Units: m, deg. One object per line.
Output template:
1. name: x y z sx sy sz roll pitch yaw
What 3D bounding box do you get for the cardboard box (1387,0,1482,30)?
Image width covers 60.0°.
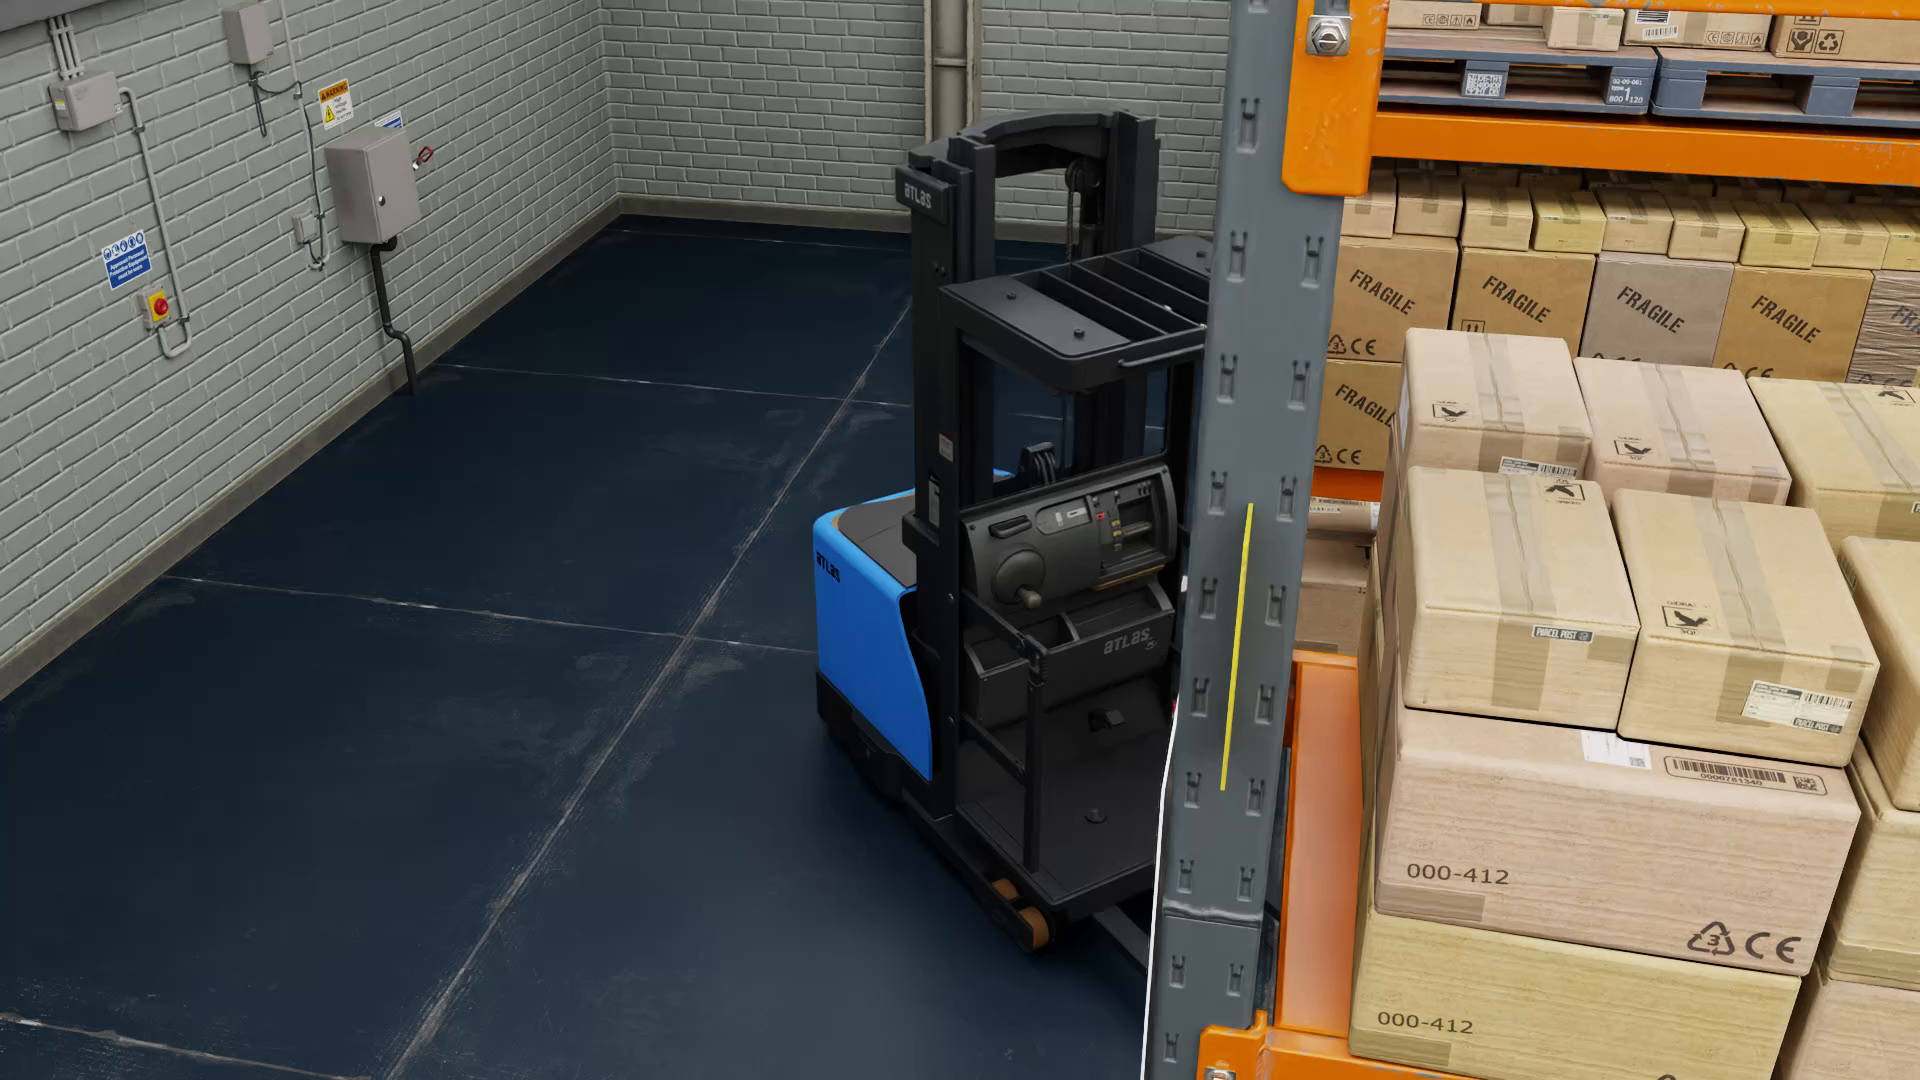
1. cardboard box: 1.818 -2.243 6.715 0.500 0.250 0.500 3 29 6

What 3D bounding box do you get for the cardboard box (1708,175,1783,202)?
1. cardboard box: 3.264 -1.456 6.964 0.250 0.149 0.380 7 29 12

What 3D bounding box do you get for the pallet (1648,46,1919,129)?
1. pallet: 3.283 -1.854 6.481 1.213 0.211 1.003 6 29 11

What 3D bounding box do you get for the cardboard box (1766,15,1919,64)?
1. cardboard box: 3.299 -2.083 6.162 0.500 0.500 0.500 6 29 11

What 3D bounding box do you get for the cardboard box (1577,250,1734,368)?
1. cardboard box: 2.781 -0.972 6.756 0.500 0.500 0.500 6 29 10

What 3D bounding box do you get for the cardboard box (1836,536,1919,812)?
1. cardboard box: 1.189 0.158 1.935 0.250 0.149 0.380 6 29 10

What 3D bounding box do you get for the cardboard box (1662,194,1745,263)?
1. cardboard box: 2.914 -1.232 6.556 0.250 0.149 0.380 6 29 11

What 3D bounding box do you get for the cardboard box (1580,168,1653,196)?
1. cardboard box: 2.754 -1.488 7.024 0.250 0.149 0.380 6 29 10

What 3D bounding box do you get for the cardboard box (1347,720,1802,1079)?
1. cardboard box: 0.810 0.482 2.278 0.500 0.250 0.500 7 29 12

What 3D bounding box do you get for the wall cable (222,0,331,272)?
1. wall cable: -3.876 -2.435 9.517 0.122 1.984 0.588 6 29 11

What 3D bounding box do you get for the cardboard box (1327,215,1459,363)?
1. cardboard box: 1.769 -1.068 6.933 0.500 0.500 0.500 5 29 9

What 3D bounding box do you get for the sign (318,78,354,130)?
1. sign: -3.793 -2.651 10.109 0.001 0.242 0.339 6 29 11

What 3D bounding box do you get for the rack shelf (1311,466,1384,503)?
1. rack shelf: 3.315 -0.252 7.335 4.000 0.370 1.077 6 29 11

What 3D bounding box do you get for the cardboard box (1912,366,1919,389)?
1. cardboard box: 1.563 -0.110 2.424 0.250 0.149 0.380 6 29 11

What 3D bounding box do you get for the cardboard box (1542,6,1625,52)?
1. cardboard box: 2.375 -1.984 6.347 0.250 0.149 0.380 7 29 12

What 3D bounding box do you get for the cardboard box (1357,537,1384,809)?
1. cardboard box: 0.924 0.238 2.724 0.500 0.250 0.500 5 29 9

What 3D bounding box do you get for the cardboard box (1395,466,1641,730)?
1. cardboard box: 0.693 0.062 2.109 0.250 0.149 0.380 6 29 10

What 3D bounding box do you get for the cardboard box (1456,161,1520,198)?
1. cardboard box: 2.275 -1.592 7.214 0.250 0.149 0.380 6 29 10

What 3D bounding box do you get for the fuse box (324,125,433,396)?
1. fuse box: -3.579 -1.729 10.626 0.414 1.711 0.539 6 29 11

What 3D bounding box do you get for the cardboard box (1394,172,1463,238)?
1. cardboard box: 1.919 -1.376 6.820 0.250 0.149 0.380 7 29 12

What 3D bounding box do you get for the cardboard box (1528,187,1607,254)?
1. cardboard box: 2.411 -1.279 6.641 0.250 0.149 0.380 5 29 9

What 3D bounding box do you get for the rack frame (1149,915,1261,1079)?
1. rack frame: 0.424 1.567 3.264 0.127 3.000 1.000 6 29 11

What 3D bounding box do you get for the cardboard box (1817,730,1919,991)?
1. cardboard box: 1.310 0.316 2.062 0.500 0.250 0.500 6 29 10

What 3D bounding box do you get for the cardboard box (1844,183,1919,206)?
1. cardboard box: 3.757 -1.392 6.848 0.250 0.149 0.380 6 29 10

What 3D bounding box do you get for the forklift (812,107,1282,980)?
1. forklift: 0.546 0.032 6.140 1.130 2.935 3.031 -17 33 -27

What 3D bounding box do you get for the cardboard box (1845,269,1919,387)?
1. cardboard box: 3.757 -0.868 6.567 0.500 0.500 0.500 6 29 11

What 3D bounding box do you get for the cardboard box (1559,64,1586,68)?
1. cardboard box: 4.246 -3.171 10.983 0.500 0.500 0.500 7 29 12

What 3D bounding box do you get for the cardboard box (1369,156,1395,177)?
1. cardboard box: 1.752 -1.593 7.215 0.250 0.149 0.380 6 29 11

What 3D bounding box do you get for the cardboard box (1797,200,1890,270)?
1. cardboard box: 3.423 -1.191 6.480 0.250 0.149 0.380 6 29 11

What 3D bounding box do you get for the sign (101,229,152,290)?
1. sign: -4.230 -1.424 8.447 0.001 0.218 0.327 6 29 11

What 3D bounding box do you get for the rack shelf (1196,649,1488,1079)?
1. rack shelf: 2.380 0.767 2.350 4.000 0.370 1.077 6 29 11

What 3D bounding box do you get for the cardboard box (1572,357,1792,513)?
1. cardboard box: 1.036 -0.121 2.444 0.250 0.149 0.380 6 29 11

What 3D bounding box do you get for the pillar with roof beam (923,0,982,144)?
1. pillar with roof beam: -0.956 -4.403 7.921 0.400 9.000 9.100 6 29 11

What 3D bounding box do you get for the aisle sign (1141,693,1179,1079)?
1. aisle sign: 0.290 0.560 2.396 0.004 0.787 0.394 6 29 11
